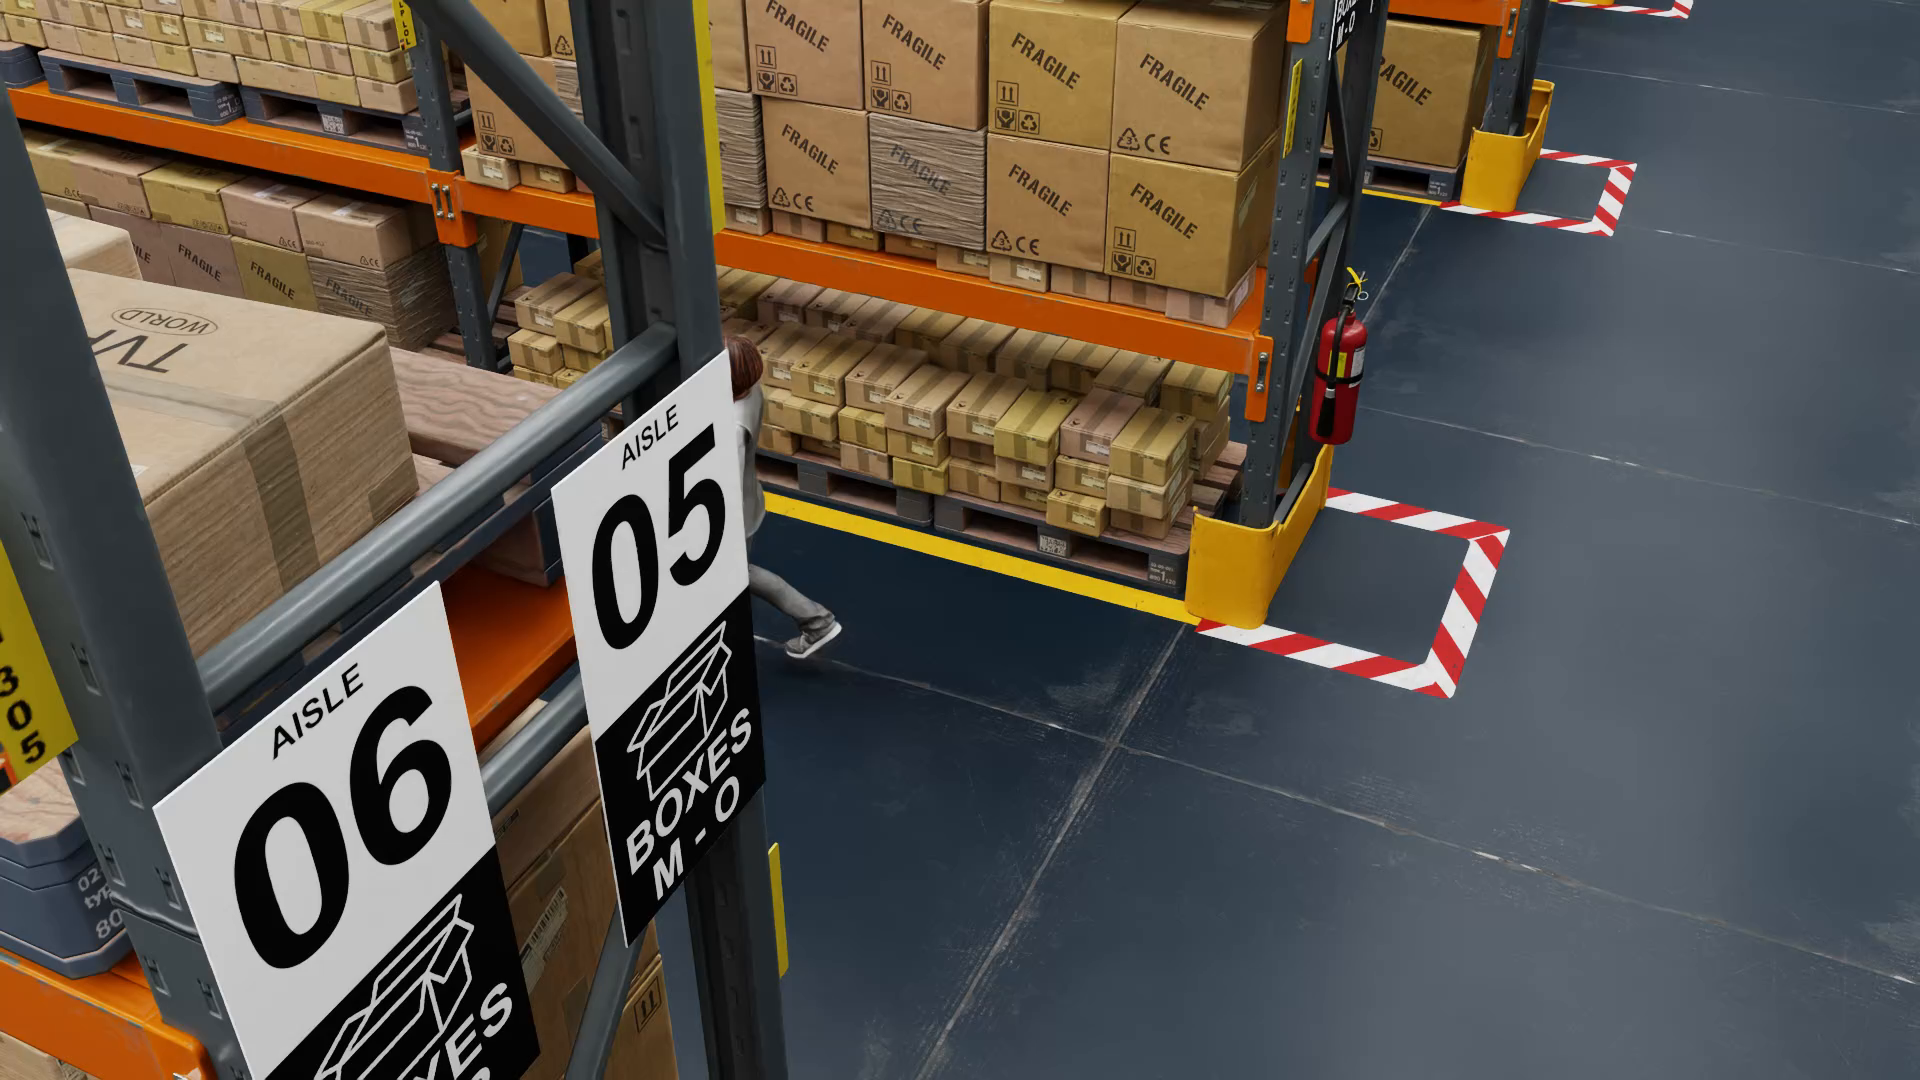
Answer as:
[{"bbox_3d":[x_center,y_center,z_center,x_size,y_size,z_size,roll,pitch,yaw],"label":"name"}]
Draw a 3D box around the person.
[{"bbox_3d":[-0.869,-0.087,6.265,0.782,1.568,0.425,4,34,5],"label":"person"}]
